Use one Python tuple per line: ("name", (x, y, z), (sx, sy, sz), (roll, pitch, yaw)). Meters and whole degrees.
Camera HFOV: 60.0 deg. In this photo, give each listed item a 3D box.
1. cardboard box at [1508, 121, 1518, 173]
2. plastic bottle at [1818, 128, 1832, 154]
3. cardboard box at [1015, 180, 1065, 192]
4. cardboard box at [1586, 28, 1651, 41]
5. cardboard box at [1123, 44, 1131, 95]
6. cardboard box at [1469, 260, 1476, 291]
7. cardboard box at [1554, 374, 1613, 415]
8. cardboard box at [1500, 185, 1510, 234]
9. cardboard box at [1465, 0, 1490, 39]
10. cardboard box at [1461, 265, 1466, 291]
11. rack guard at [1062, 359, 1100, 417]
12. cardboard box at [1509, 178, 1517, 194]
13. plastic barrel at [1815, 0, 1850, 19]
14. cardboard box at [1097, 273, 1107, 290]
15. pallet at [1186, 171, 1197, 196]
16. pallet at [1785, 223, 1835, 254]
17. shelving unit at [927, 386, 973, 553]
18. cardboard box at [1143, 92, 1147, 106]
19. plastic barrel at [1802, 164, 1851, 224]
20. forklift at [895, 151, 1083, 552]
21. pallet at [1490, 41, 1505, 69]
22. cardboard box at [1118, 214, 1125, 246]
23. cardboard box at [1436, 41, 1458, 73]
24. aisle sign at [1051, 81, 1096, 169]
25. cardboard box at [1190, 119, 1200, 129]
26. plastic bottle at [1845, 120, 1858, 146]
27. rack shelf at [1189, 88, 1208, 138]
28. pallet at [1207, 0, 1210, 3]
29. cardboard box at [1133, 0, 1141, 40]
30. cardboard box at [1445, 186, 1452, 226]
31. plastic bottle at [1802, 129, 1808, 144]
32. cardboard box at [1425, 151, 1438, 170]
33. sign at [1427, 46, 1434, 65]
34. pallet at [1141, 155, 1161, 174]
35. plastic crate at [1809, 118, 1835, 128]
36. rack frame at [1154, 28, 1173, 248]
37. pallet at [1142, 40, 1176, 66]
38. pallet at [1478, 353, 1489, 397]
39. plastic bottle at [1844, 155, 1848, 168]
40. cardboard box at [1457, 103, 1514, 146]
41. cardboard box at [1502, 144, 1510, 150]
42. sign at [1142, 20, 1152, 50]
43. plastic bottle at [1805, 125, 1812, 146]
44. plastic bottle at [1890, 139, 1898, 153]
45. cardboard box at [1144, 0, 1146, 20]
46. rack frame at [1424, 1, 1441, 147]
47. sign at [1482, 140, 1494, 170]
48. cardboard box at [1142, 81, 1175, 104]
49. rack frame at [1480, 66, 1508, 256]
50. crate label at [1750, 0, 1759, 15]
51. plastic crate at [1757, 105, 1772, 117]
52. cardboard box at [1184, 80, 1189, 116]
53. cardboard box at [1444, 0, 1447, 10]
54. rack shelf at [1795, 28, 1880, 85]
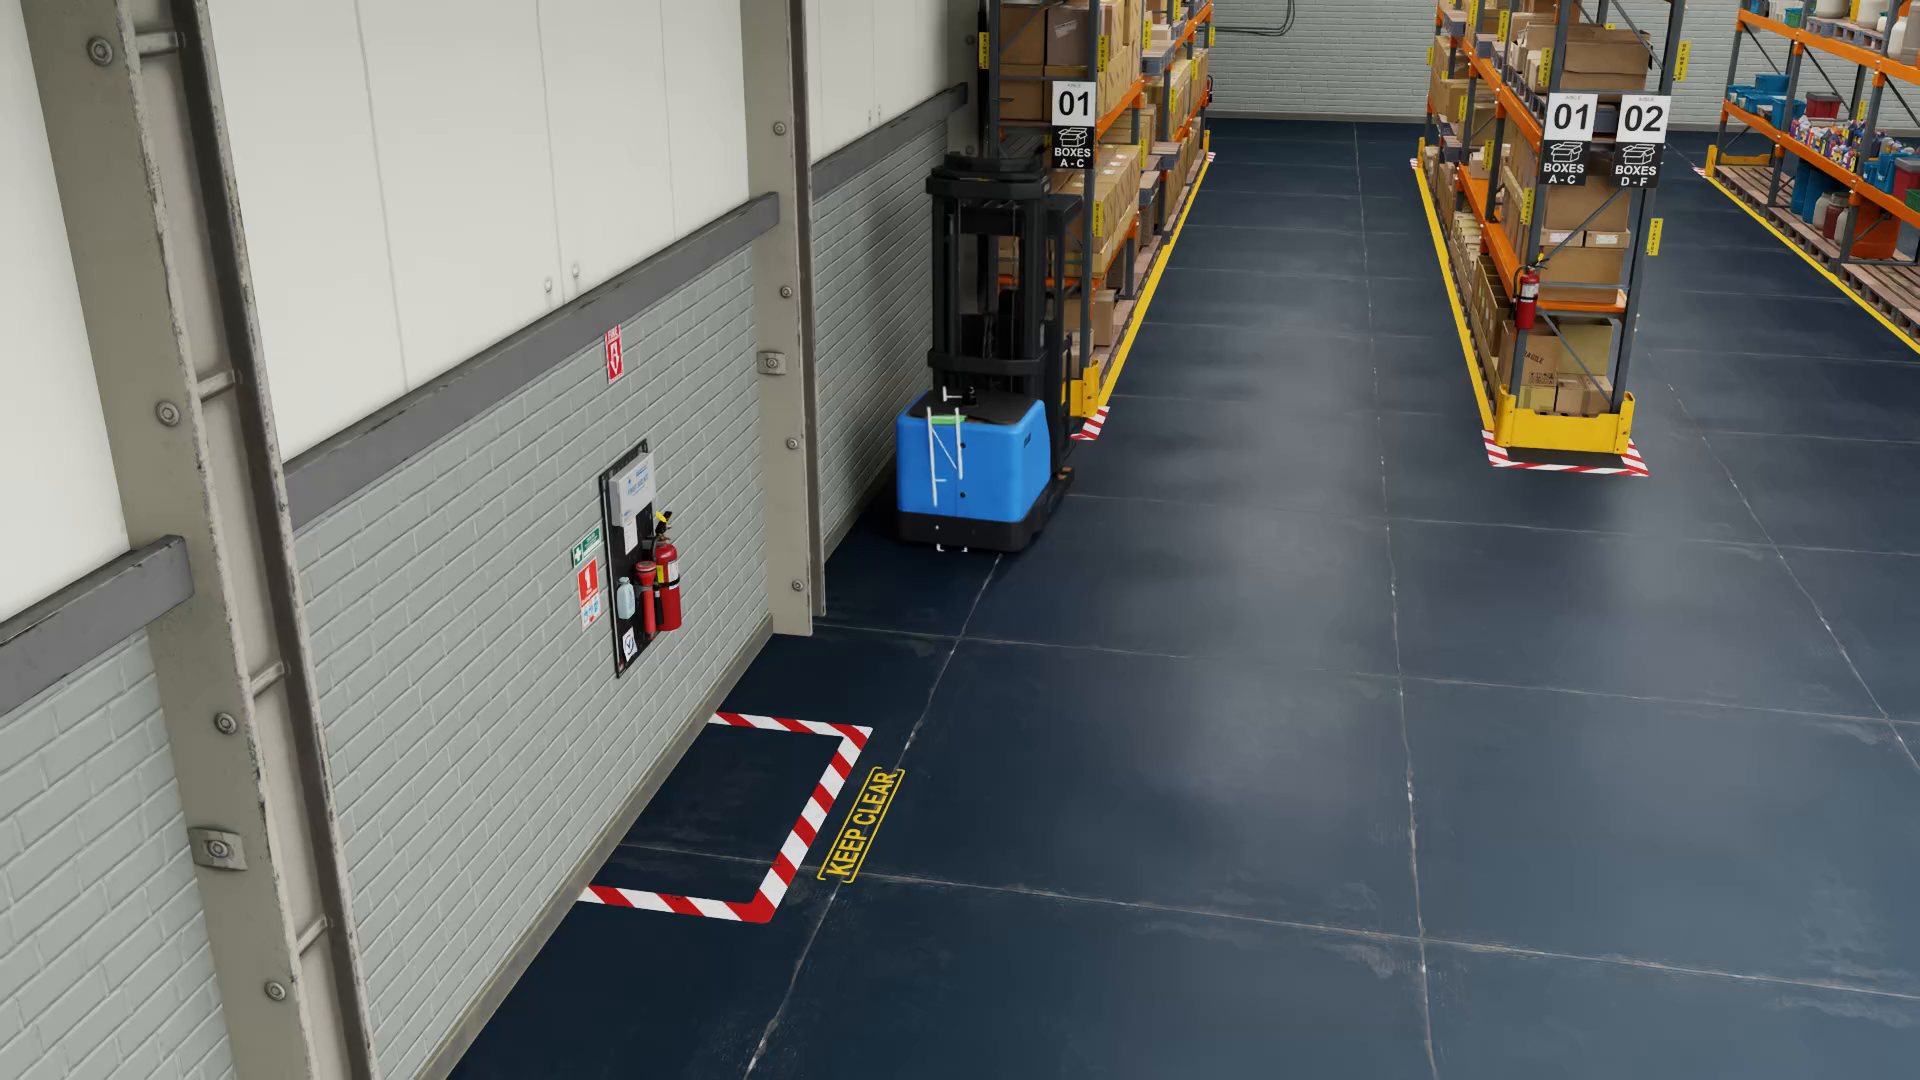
("cardboard box", (6.349, -4.244, 18.007), (0.700, 0.500, 0.500), (5, 22, 11))
("plastic bottle", (12.135, -5.590, 23.284), (0.144, 0.351, 0.185), (4, 22, 11))
("cardboard box", (0.768, -3.332, 16.782), (0.500, 0.500, 0.500), (5, 22, 12))
("cardboard box", (6.224, -4.580, 15.812), (0.500, 0.500, 0.500), (4, 22, 11))
("cardboard box", (1.531, -4.989, 17.551), (0.500, 0.500, 0.500), (4, 22, 9))
("cardboard box", (6.236, -3.108, 19.425), (0.500, 0.311, 0.500), (4, 22, 11))
("cardboard box", (5.945, -1.395, 15.920), (0.500, 0.250, 0.500), (4, 22, 11))
("cardboard box", (6.349, -3.643, 18.249), (0.700, 0.500, 0.500), (4, 22, 10))
("cardboard box", (7.516, -7.199, 23.063), (0.910, 0.500, 0.500), (4, 22, 11))
("cardboard box", (6.443, -3.224, 20.462), (0.500, 0.250, 0.500), (5, 22, 12))
("rack guard", (0.783, -1.541, 16.510), (1.175, 0.500, 0.348), (4, 22, 11))
("cardboard box", (6.035, -3.740, 17.624), (0.380, 0.149, 0.250), (4, 22, 10))
("plastic barrel", (12.562, -7.782, 23.901), (0.433, 0.535, 0.433), (0, 22, 0))
("cardboard box", (1.411, -2.797, 19.041), (0.500, 0.500, 0.500), (3, 22, 7))
("pallet", (3.448, -6.040, 28.068), (1.003, 0.211, 1.213), (4, 22, 11))
("pallet", (12.469, -4.286, 23.713), (1.003, 0.211, 1.213), (4, 22, 11))
("shelving unit", (-0.040, -0.556, 13.093), (0.258, 1.200, 0.503), (2, 24, 14))
("cardboard box", (2.359, -6.021, 22.698), (0.380, 0.149, 0.250), (2, 22, 4))
("plastic barrel", (12.642, -5.071, 24.175), (0.600, 0.901, 0.708), (4, 22, 11))
("forklift", (0.376, -1.791, 13.876), (1.130, 2.935, 3.031), (6, 23, 15))
("pallet", (6.974, -5.862, 20.130), (1.003, 0.211, 1.213), (6, 23, 13))
("cardboard box", (1.485, -3.328, 17.776), (0.500, 0.250, 0.500), (5, 22, 11))
("cardboard box", (8.327, -8.141, 28.081), (0.500, 0.500, 0.500), (5, 22, 12))
("aisle sign", (1.046, -3.829, 15.366), (0.394, 0.787, 0.004), (4, 22, 11))
("cardboard box", (4.088, -7.442, 29.733), (0.380, 0.149, 0.250), (5, 22, 12))
("plastic bottle", (12.868, -5.865, 23.968), (0.144, 0.351, 0.185), (4, 22, 11))
("rack shelf", (3.624, -7.459, 28.821), (1.077, 0.370, 4.000), (4, 22, 11))
("pallet", (3.891, -9.602, 29.284), (1.003, 0.211, 1.213), (4, 22, 11))
("cardboard box", (1.645, -5.640, 17.828), (0.500, 0.500, 0.500), (6, 23, 14))
("cardboard box", (7.317, -4.816, 24.053), (0.500, 0.500, 0.500), (4, 22, 9))
("plastic bottle", (12.302, -5.864, 24.164), (0.097, 0.201, 0.097), (0, 22, 0))
("cardboard box", (8.290, -6.533, 28.652), (0.500, 0.250, 0.500), (4, 22, 11))
("sign", (8.351, -8.591, 29.510), (0.100, 0.325, 0.005), (4, 22, 11))
("pallet", (2.036, -4.782, 21.469), (1.003, 0.211, 1.213), (4, 22, 11))
("plastic crate", (13.149, -6.371, 25.429), (0.396, 0.136, 0.243), (4, 22, 11))
("rack frame", (2.400, -5.598, 23.239), (1.000, 3.000, 0.127), (4, 22, 11))
("pallet", (2.022, -6.037, 20.564), (1.213, 0.211, 1.003), (4, 22, 11))
("pallet", (5.984, -1.730, 17.368), (1.003, 0.211, 1.213), (4, 22, 11))
("plastic bottle", (11.852, -5.056, 22.159), (0.097, 0.201, 0.097), (0, 22, 0))
("cardboard box", (7.268, -5.702, 22.800), (0.700, 0.500, 0.500), (-3, 22, -7))
("cardboard box", (6.923, -4.653, 20.759), (0.500, 0.500, 0.500), (3, 22, 8))
("sign", (2.116, -5.728, 18.854), (0.100, 0.325, 0.005), (4, 22, 11))
("plastic bottle", (12.241, -5.825, 23.959), (0.061, 0.283, 0.133), (4, 22, 11))
("plastic bottle", (12.783, -5.342, 22.758), (0.061, 0.283, 0.133), (4, 22, 11))
("cardboard box", (2.025, -6.413, 20.550), (0.500, 0.500, 0.500), (4, 22, 9))
("rack frame", (8.882, -8.148, 29.569), (1.000, 3.000, 0.127), (4, 22, 11))
("sign", (5.900, -4.297, 18.564), (0.100, 0.325, 0.005), (4, 22, 11))
("cardboard box", (2.751, -6.297, 23.410), (0.500, 0.250, 0.500), (5, 22, 12))
("rack frame", (6.434, -3.759, 18.672), (1.000, 3.000, 0.127), (4, 22, 11))
("crate label", (13.226, -8.778, 27.319), (0.408, 0.251, 0.502), (4, 22, 11))
("plastic crate", (12.975, -6.871, 26.672), (0.293, 0.136, 0.466), (4, 22, 11))
("cardboard box", (3.274, -6.879, 25.861), (0.500, 0.500, 0.500), (5, 22, 11))
("cardboard box", (8.218, -8.753, 27.257), (0.500, 0.250, 0.500), (4, 22, 11))
("rack shelf", (12.506, -6.632, 22.754), (1.077, 0.370, 4.000), (4, 22, 11))
